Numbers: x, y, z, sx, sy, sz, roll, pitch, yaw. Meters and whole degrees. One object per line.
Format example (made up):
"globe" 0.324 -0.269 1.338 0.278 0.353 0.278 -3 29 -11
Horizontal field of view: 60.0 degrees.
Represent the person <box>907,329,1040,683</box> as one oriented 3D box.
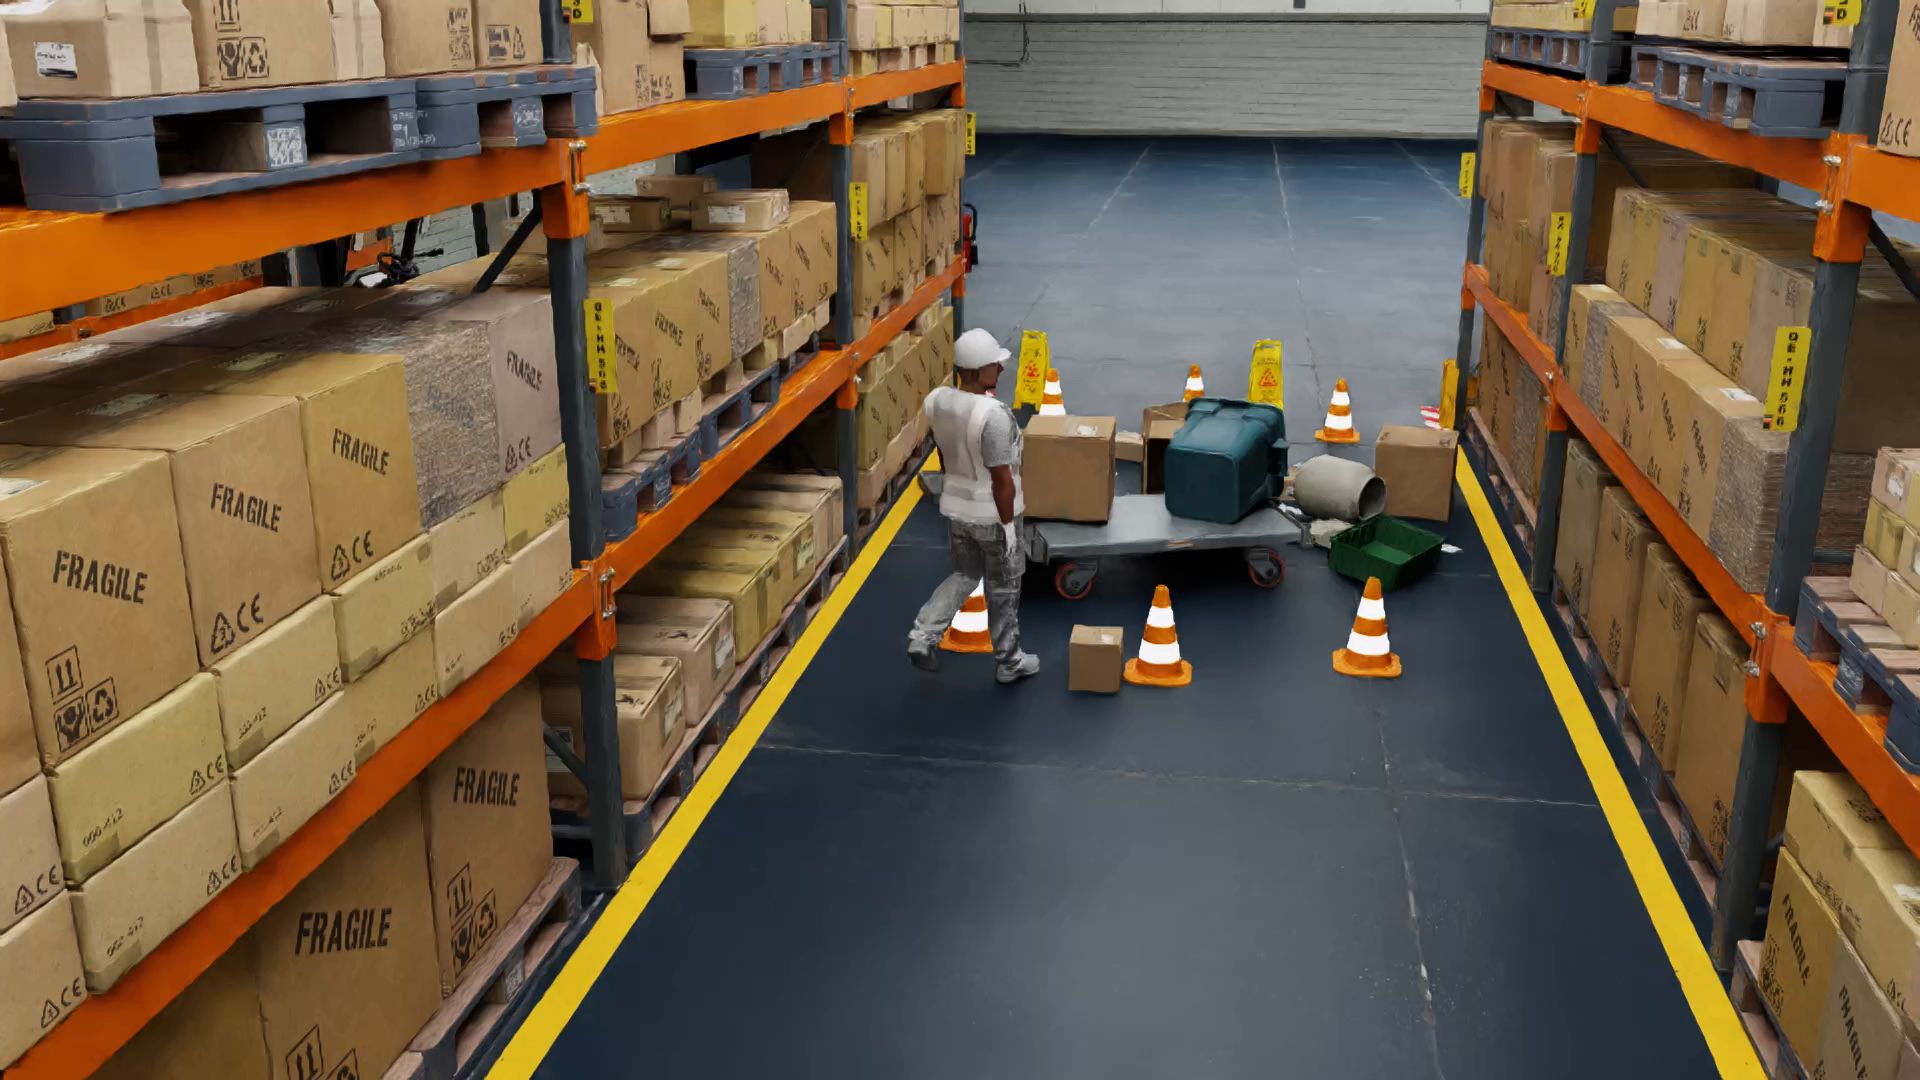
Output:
"person" 0.100 -0.136 7.923 0.774 1.779 0.592 -16 23 -40
